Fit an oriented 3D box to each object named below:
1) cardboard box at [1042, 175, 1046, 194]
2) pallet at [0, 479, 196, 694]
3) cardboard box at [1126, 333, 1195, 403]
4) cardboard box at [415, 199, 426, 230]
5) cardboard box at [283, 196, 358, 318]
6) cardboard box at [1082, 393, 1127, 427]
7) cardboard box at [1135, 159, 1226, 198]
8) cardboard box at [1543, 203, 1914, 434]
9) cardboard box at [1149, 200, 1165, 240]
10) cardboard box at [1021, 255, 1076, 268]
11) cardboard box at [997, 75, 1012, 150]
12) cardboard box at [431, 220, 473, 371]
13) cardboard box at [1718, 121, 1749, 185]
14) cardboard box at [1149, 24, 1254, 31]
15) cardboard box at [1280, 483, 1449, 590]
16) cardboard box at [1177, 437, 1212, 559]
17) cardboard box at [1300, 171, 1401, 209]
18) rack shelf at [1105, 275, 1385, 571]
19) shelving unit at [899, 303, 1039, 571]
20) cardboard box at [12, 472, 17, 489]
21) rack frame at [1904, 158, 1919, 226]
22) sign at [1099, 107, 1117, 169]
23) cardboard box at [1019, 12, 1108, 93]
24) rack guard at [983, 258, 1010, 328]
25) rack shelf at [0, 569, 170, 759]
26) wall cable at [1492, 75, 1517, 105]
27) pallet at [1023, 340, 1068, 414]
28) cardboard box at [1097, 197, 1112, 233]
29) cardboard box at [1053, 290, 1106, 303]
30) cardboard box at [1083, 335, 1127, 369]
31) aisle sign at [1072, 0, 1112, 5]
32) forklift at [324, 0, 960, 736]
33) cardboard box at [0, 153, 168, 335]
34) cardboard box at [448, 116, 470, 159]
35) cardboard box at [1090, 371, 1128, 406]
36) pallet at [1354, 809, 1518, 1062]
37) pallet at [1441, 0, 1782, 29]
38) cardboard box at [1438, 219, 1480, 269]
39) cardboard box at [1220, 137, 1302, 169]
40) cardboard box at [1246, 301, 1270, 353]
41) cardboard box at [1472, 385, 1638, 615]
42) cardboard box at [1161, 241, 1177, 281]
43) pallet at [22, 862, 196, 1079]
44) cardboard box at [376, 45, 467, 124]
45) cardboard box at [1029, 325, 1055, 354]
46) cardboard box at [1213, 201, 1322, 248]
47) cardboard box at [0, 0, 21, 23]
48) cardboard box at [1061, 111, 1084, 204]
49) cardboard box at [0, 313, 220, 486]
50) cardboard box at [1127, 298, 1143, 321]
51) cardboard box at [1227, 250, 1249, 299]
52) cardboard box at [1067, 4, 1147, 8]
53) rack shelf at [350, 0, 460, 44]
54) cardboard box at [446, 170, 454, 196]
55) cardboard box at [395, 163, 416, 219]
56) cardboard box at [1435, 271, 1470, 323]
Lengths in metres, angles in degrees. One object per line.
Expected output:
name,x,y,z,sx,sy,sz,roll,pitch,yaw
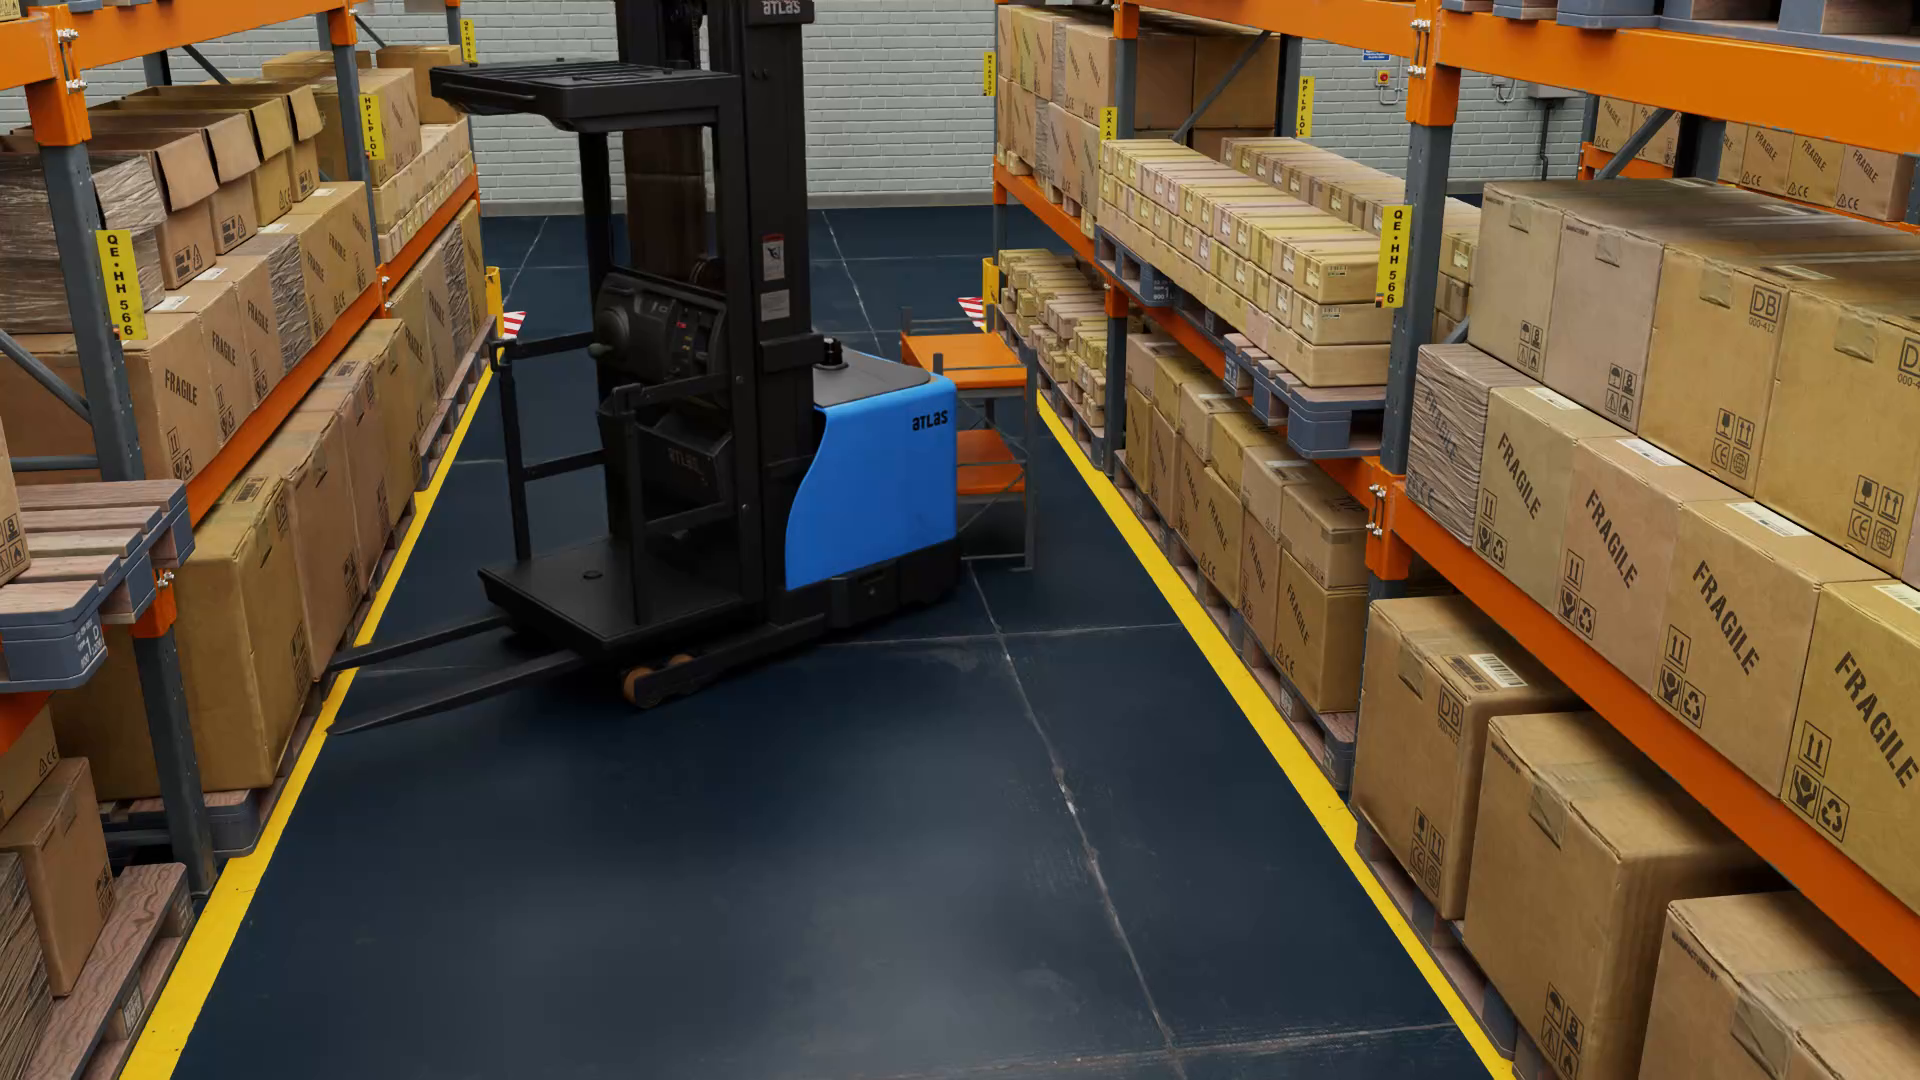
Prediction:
cardboard box,0.765,-2.413,11.248,0.380,0.149,0.250,-2,21,-6
pallet,-2.794,0.119,4.383,1.213,0.211,1.003,-3,21,-8
cardboard box,1.189,-0.920,8.792,0.500,0.250,0.500,-4,21,-10
cardboard box,-3.446,-1.960,10.035,0.380,0.149,0.250,-3,21,-9
cardboard box,-3.177,-1.324,7.830,0.500,0.500,0.500,-2,21,-6
cardboard box,0.950,-0.792,10.023,0.380,0.149,0.250,-3,21,-7
cardboard box,1.059,-1.738,7.992,0.380,0.149,0.250,-3,21,-8
cardboard box,2.049,-0.611,4.493,0.700,0.500,0.500,-3,21,-9
cardboard box,1.101,-1.508,7.801,0.380,0.149,0.250,-2,21,-6
cardboard box,0.665,-2.049,12.538,0.380,0.149,0.250,-3,21,-7
cardboard box,0.558,-3.214,12.465,0.500,0.500,0.500,-2,21,-5
cardboard box,-3.853,-1.650,11.284,0.875,0.875,0.875,-3,21,-8
cardboard box,5.681,-2.824,11.848,0.500,0.500,0.500,-2,21,-6
cardboard box,1.430,-2.814,9.965,0.500,0.500,0.500,-4,21,-9
cardboard box,1.562,-0.028,6.403,0.500,0.250,0.500,-3,21,-9
cardboard box,1.354,-0.205,7.949,0.500,0.500,0.500,-3,21,-7
cardboard box,1.782,-1.589,7.592,0.380,0.149,0.250,-4,21,-10
rack shelf,1.632,-0.782,7.552,1.077,0.370,4.000,-3,21,-8
shelving unit,0.030,-0.544,8.565,0.538,1.125,1.048,-4,21,-10
cardboard box,-2.885,-0.270,4.410,0.500,0.500,0.500,-6,21,-14
rack frame,6.227,-2.096,10.042,1.000,3.000,0.127,-3,21,-8
sign,0.808,-2.187,9.048,0.100,0.325,0.005,-3,21,-8
cardboard box,0.701,-3.327,11.339,0.500,0.500,0.500,-3,21,-9
rack guard,0.778,-1.999,13.355,1.175,0.500,0.348,-3,21,-8
rack shelf,-2.714,0.818,3.268,1.077,0.370,4.000,-3,21,-8
wall cable,6.217,-5.984,18.999,0.588,1.984,0.122,-3,21,-8
pallet,1.033,-1.160,11.519,1.003,0.211,1.213,-3,21,-8
cardboard box,0.945,-1.731,8.823,0.380,0.149,0.250,-4,21,-10
cardboard box,0.847,-1.601,11.340,0.380,0.149,0.250,-3,21,-8
cardboard box,0.959,-1.148,10.127,0.380,0.149,0.250,-3,21,-7
aisle sign,1.053,-4.455,12.641,0.394,0.787,0.004,-3,21,-8
forklift,-1.428,-0.885,6.897,3.031,2.935,1.130,-18,27,-39
cardboard box,-3.092,-0.982,5.483,0.797,0.503,0.637,-2,21,-6
cardboard box,-3.823,-2.896,11.973,0.500,0.250,0.500,-3,21,-9
cardboard box,0.984,-0.905,9.902,0.380,0.149,0.250,-3,21,-7
pallet,1.959,1.156,5.319,1.003,0.211,1.213,-3,21,-8
pallet,2.066,-1.523,4.491,1.213,0.211,1.003,-2,21,-5
cardboard box,1.973,-1.132,6.370,0.380,0.149,0.250,-3,21,-8
cardboard box,1.595,-2.040,8.801,0.380,0.149,0.250,-2,21,-5
cardboard box,1.323,-0.829,6.407,0.380,0.149,0.250,-3,21,-7
cardboard box,1.794,-0.129,4.631,0.500,0.500,0.500,-3,21,-8
cardboard box,1.139,-1.279,7.613,0.380,0.149,0.250,-3,21,-9
pallet,-2.891,1.365,4.759,1.003,0.211,1.213,-3,21,-8
cardboard box,-3.825,-3.247,11.839,0.500,0.500,0.500,-3,21,-7
cardboard box,0.696,-1.420,11.706,0.380,0.149,0.250,-4,21,-10
cardboard box,1.253,-1.285,6.778,0.380,0.149,0.250,-3,21,-8
cardboard box,-2.691,-1.394,4.090,0.500,0.250,0.500,-3,21,-8
cardboard box,0.921,-2.331,10.102,0.500,0.500,0.500,-3,21,-9
cardboard box,-2.803,-0.441,5.466,0.500,0.500,0.500,-2,21,-6
cardboard box,1.296,-1.536,11.167,0.380,0.149,0.250,-4,21,-10
cardboard box,1.282,-1.063,6.610,0.380,0.149,0.250,-3,21,-8
cardboard box,1.079,-3.705,12.353,0.500,0.500,0.500,-3,21,-9
rack shelf,-3.867,-3.357,10.159,1.077,0.370,4.000,-3,21,-8
cardboard box,-3.630,-2.404,11.224,0.380,0.149,0.250,-3,21,-9
cardboard box,-3.454,-2.014,9.611,0.500,0.250,0.500,-3,21,-8
cardboard box,2.008,-0.917,6.217,0.380,0.149,0.250,-2,21,-5
